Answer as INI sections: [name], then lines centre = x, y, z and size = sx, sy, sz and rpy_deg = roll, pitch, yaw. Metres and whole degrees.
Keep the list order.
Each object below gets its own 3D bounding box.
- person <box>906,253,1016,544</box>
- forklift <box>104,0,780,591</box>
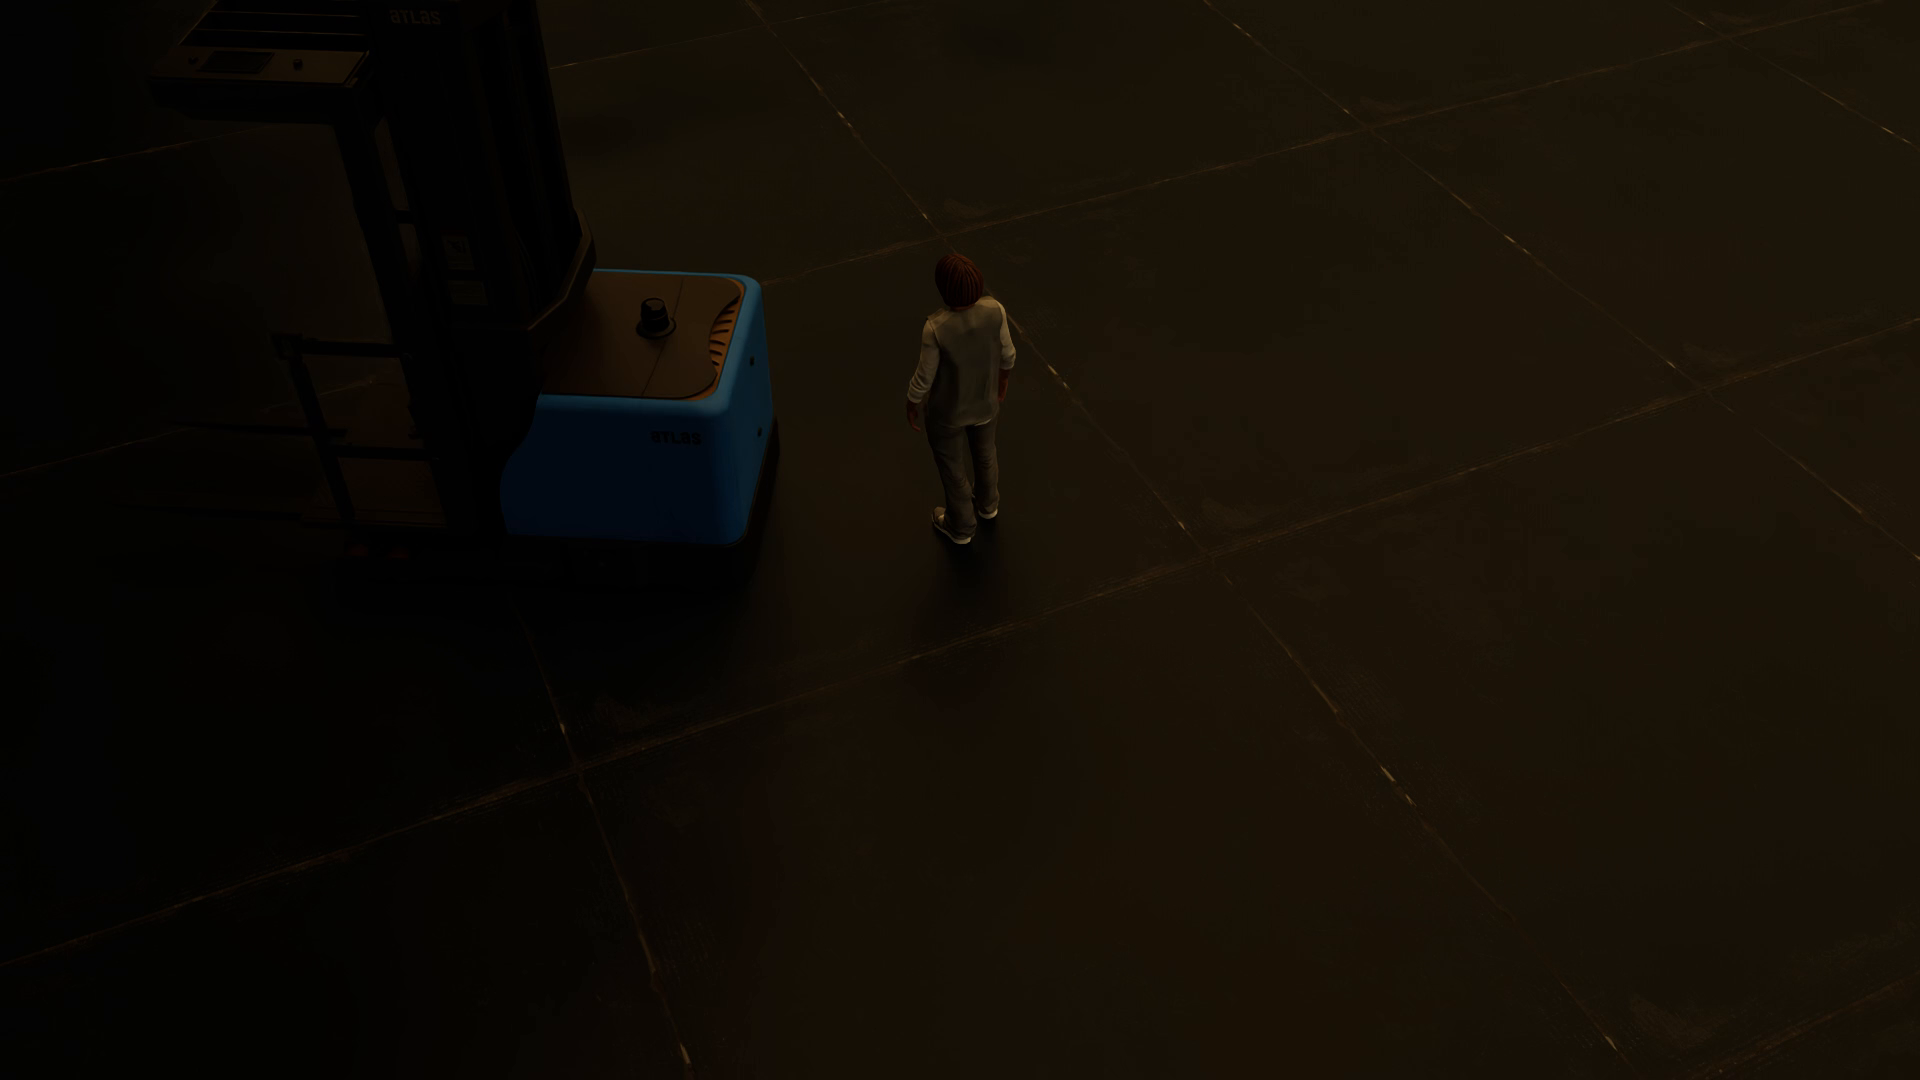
[person]
centre = -0.019, -0.640, 7.333
size = 0.520, 1.600, 0.472
rpy_deg = -18, 46, -18
[forklift]
centre = -2.428, -1.238, 7.007
size = 3.031, 2.935, 1.130
rpy_deg = 3, 43, 3
